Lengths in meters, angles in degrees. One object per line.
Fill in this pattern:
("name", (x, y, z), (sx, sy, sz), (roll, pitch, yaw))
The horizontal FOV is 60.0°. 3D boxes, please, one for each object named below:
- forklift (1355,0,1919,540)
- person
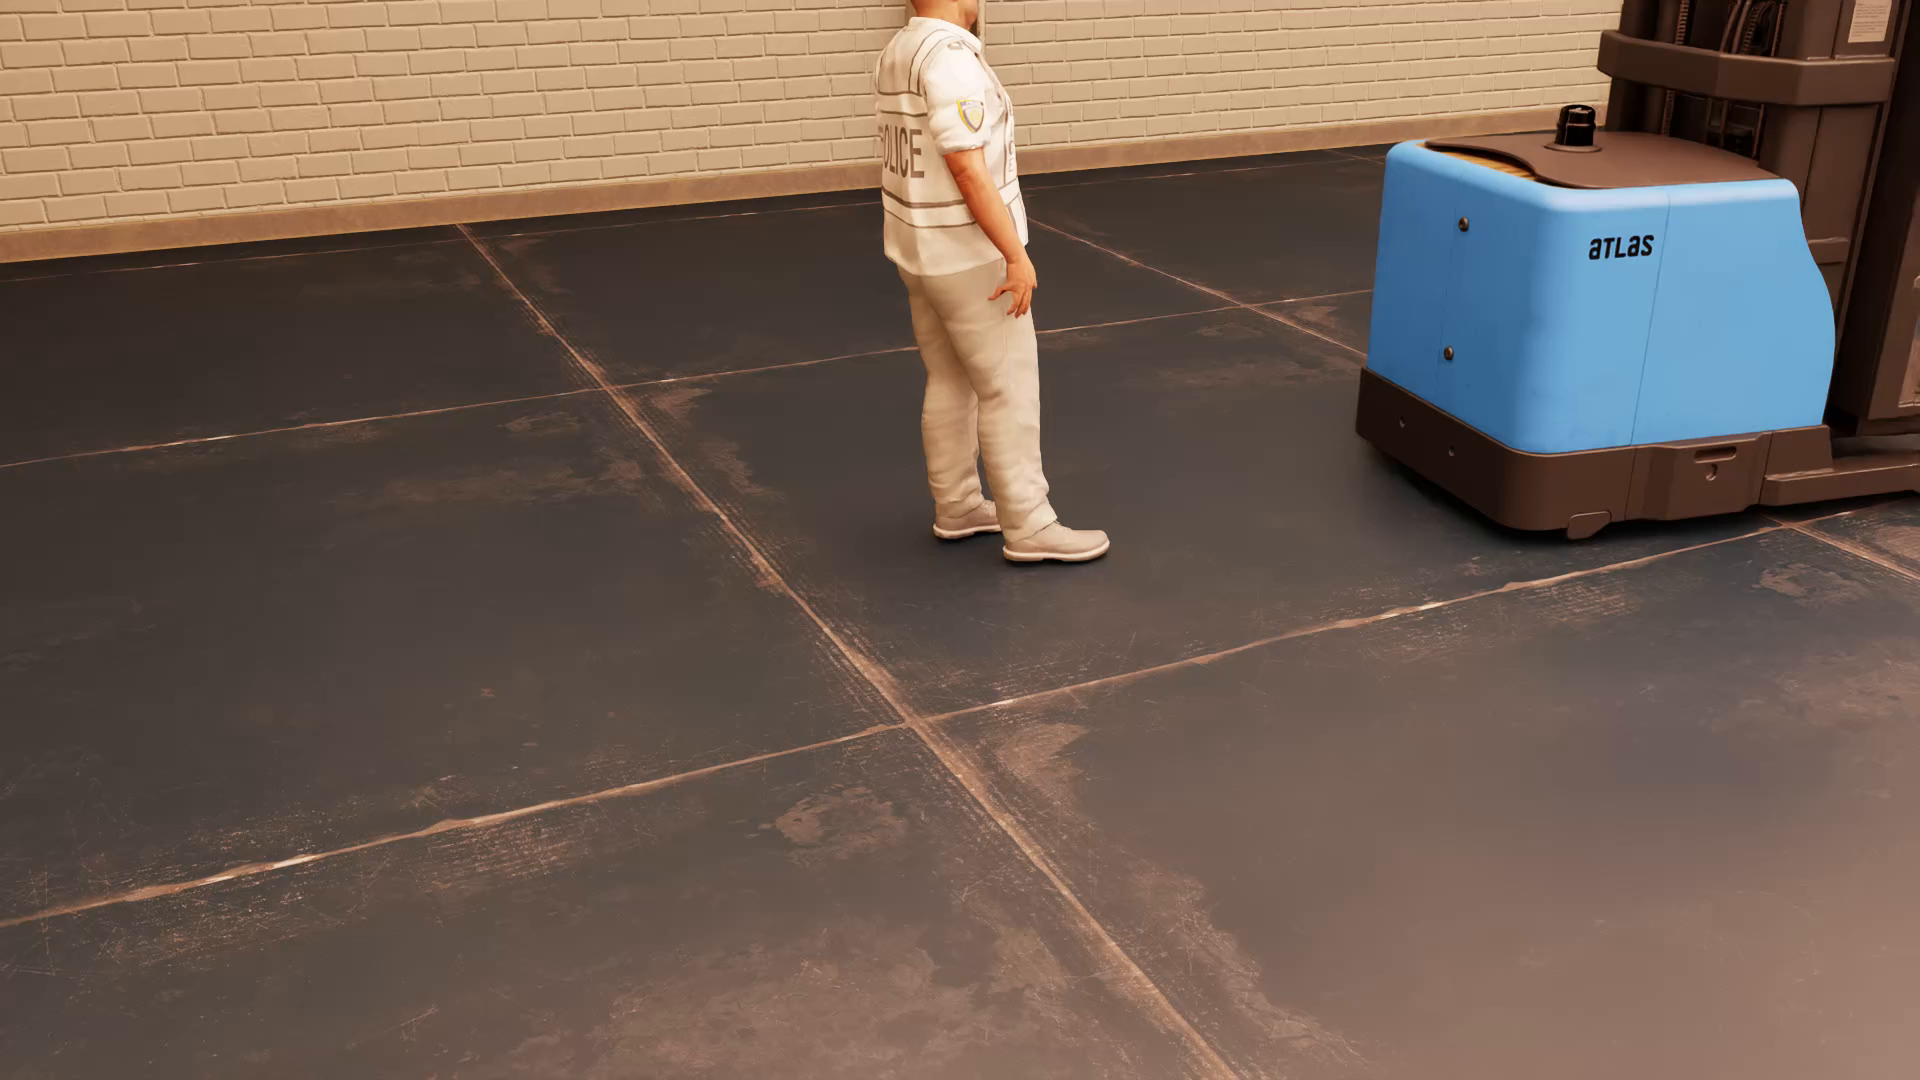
("forklift", (2.962, -1.660, 5.281), (3.031, 2.935, 1.130), (-6, 23, -15))
("person", (0.076, -0.839, 4.783), (0.574, 1.781, 0.641), (-10, 25, -23))
